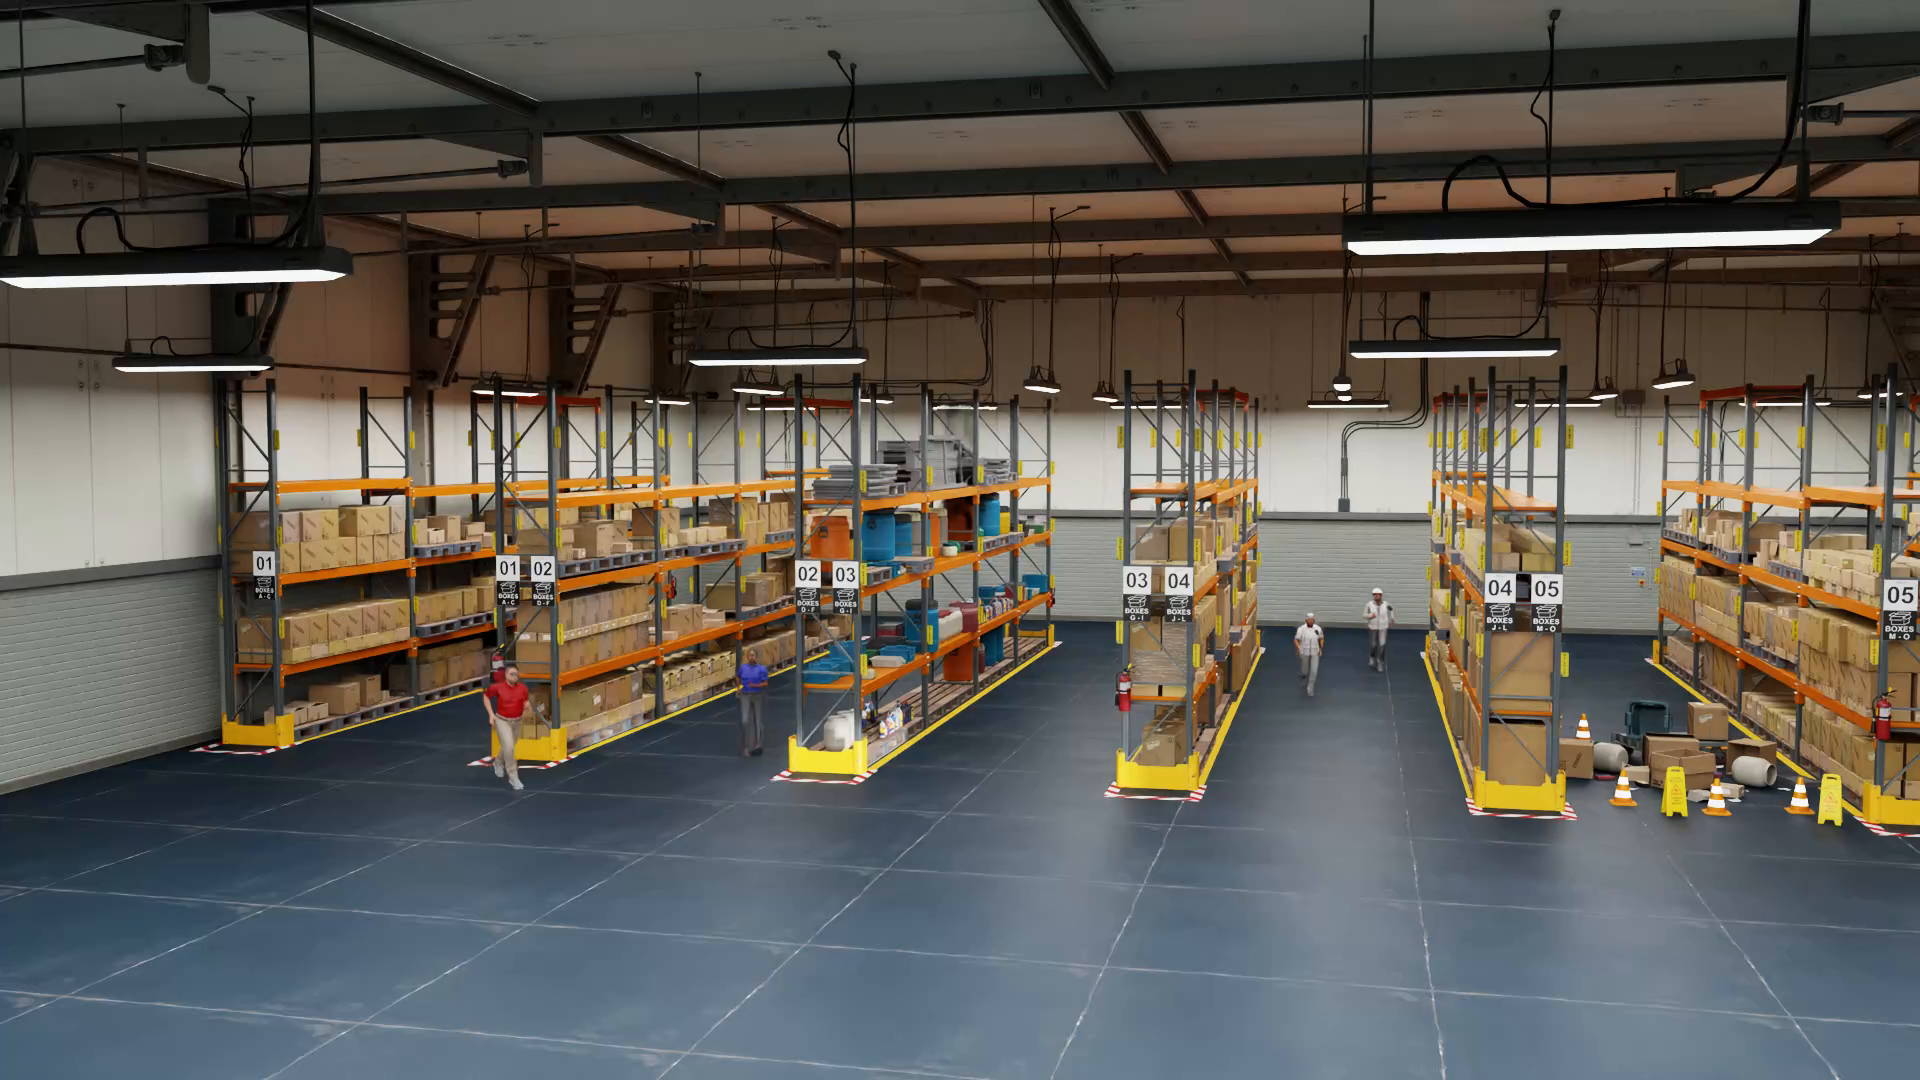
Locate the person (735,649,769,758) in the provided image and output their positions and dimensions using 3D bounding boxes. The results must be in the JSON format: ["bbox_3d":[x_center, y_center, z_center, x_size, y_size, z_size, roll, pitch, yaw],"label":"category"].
[{"bbox_3d":[-3.313,2.584,26.503,0.548,1.720,0.763,0,3,-1],"label":"person"}]

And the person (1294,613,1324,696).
[{"bbox_3d":[6.886,2.236,32.803,0.595,1.624,0.658,0,3,4],"label":"person"}]

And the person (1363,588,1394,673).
[{"bbox_3d":[9.114,1.945,36.235,0.665,1.820,0.905,1,4,15],"label":"person"}]

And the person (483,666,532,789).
[{"bbox_3d":[-6.585,2.693,24.212,0.986,1.741,0.613,3,5,43],"label":"person"}]
